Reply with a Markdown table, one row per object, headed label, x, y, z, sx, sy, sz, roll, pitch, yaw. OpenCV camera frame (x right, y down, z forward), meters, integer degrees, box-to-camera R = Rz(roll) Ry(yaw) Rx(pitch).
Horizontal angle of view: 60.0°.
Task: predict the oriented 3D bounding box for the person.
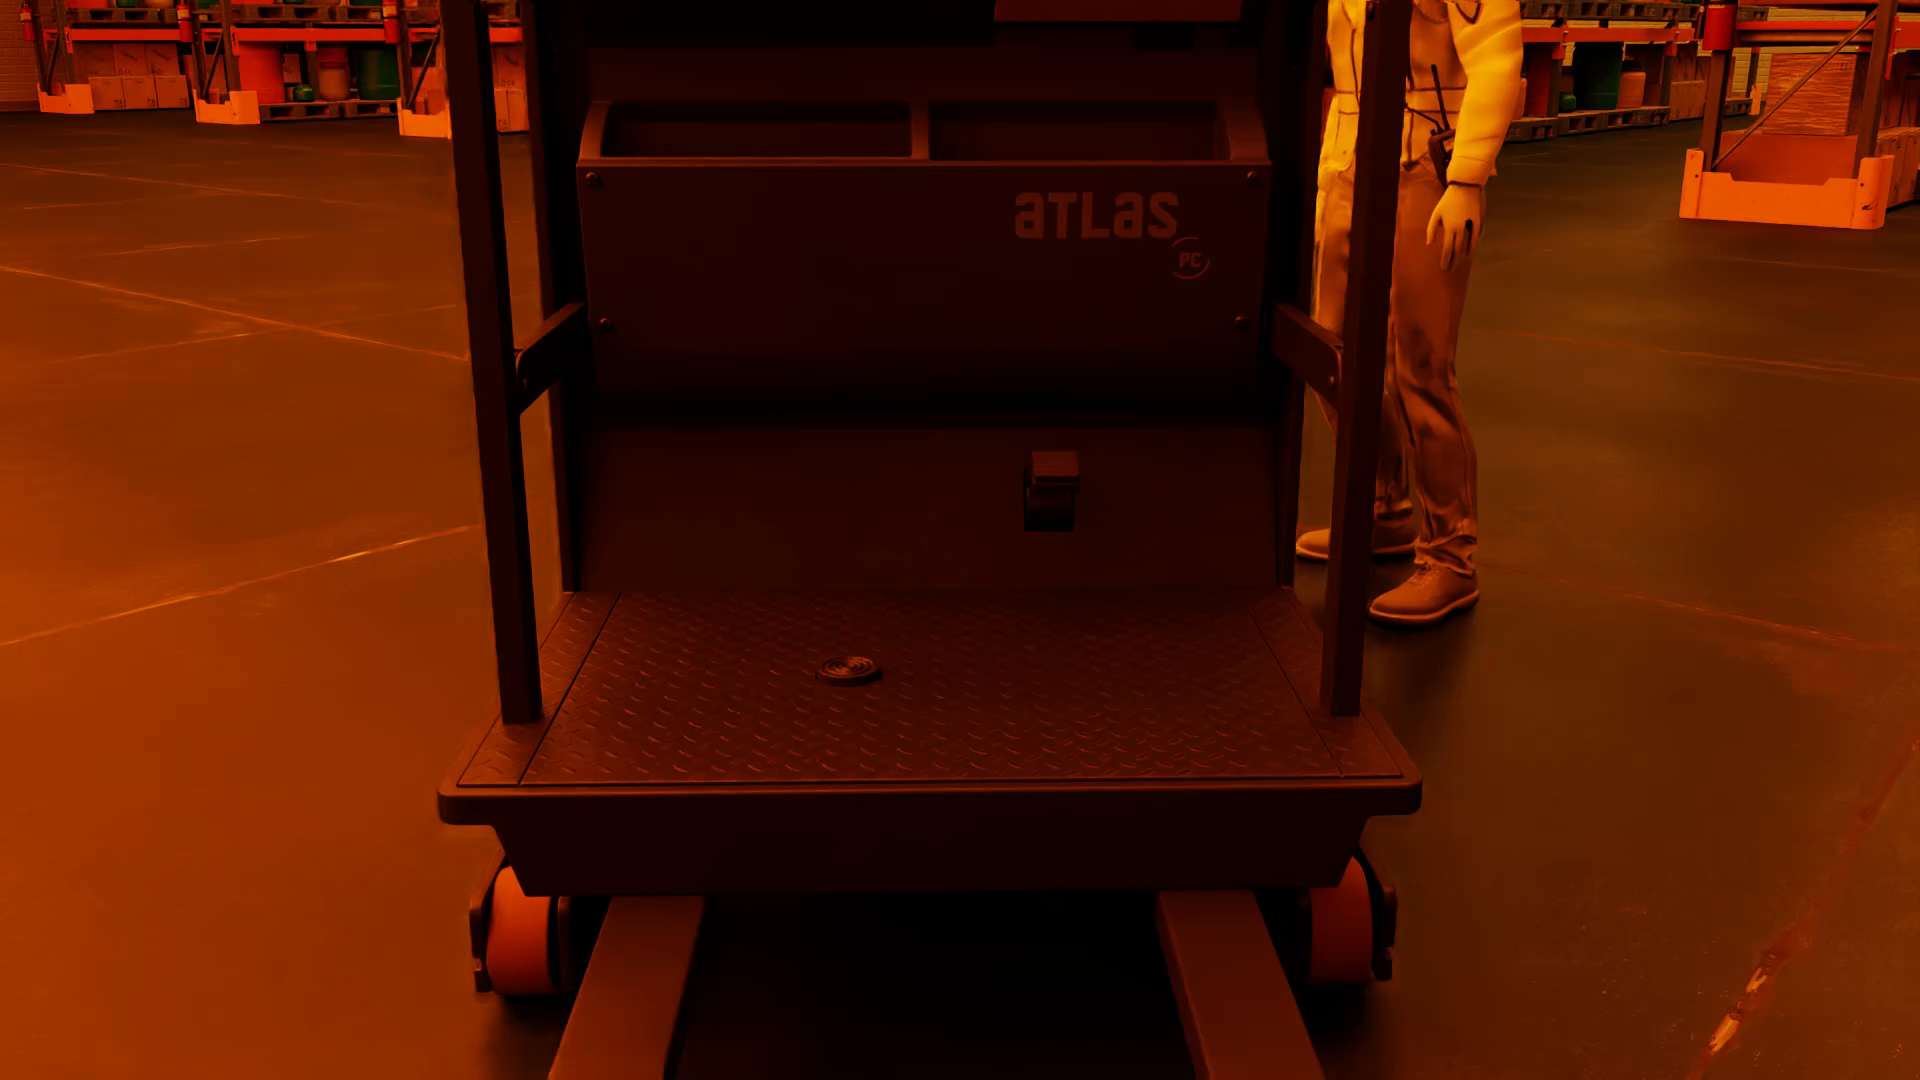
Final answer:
| label | x | y | z | sx | sy | sz | roll | pitch | yaw |
| --- | --- | --- | --- | --- | --- | --- | --- | --- | --- |
| person | 0.914 | -0.713 | 3.474 | 0.376 | 1.641 | 0.713 | -6 | 18 | -19 |

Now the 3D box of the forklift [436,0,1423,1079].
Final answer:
| label | x | y | z | sx | sy | sz | roll | pitch | yaw |
| --- | --- | --- | --- | --- | --- | --- | --- | --- | --- |
| forklift | -0.040 | -0.926 | 1.946 | 1.130 | 2.935 | 3.031 | 0 | 17 | -1 |
